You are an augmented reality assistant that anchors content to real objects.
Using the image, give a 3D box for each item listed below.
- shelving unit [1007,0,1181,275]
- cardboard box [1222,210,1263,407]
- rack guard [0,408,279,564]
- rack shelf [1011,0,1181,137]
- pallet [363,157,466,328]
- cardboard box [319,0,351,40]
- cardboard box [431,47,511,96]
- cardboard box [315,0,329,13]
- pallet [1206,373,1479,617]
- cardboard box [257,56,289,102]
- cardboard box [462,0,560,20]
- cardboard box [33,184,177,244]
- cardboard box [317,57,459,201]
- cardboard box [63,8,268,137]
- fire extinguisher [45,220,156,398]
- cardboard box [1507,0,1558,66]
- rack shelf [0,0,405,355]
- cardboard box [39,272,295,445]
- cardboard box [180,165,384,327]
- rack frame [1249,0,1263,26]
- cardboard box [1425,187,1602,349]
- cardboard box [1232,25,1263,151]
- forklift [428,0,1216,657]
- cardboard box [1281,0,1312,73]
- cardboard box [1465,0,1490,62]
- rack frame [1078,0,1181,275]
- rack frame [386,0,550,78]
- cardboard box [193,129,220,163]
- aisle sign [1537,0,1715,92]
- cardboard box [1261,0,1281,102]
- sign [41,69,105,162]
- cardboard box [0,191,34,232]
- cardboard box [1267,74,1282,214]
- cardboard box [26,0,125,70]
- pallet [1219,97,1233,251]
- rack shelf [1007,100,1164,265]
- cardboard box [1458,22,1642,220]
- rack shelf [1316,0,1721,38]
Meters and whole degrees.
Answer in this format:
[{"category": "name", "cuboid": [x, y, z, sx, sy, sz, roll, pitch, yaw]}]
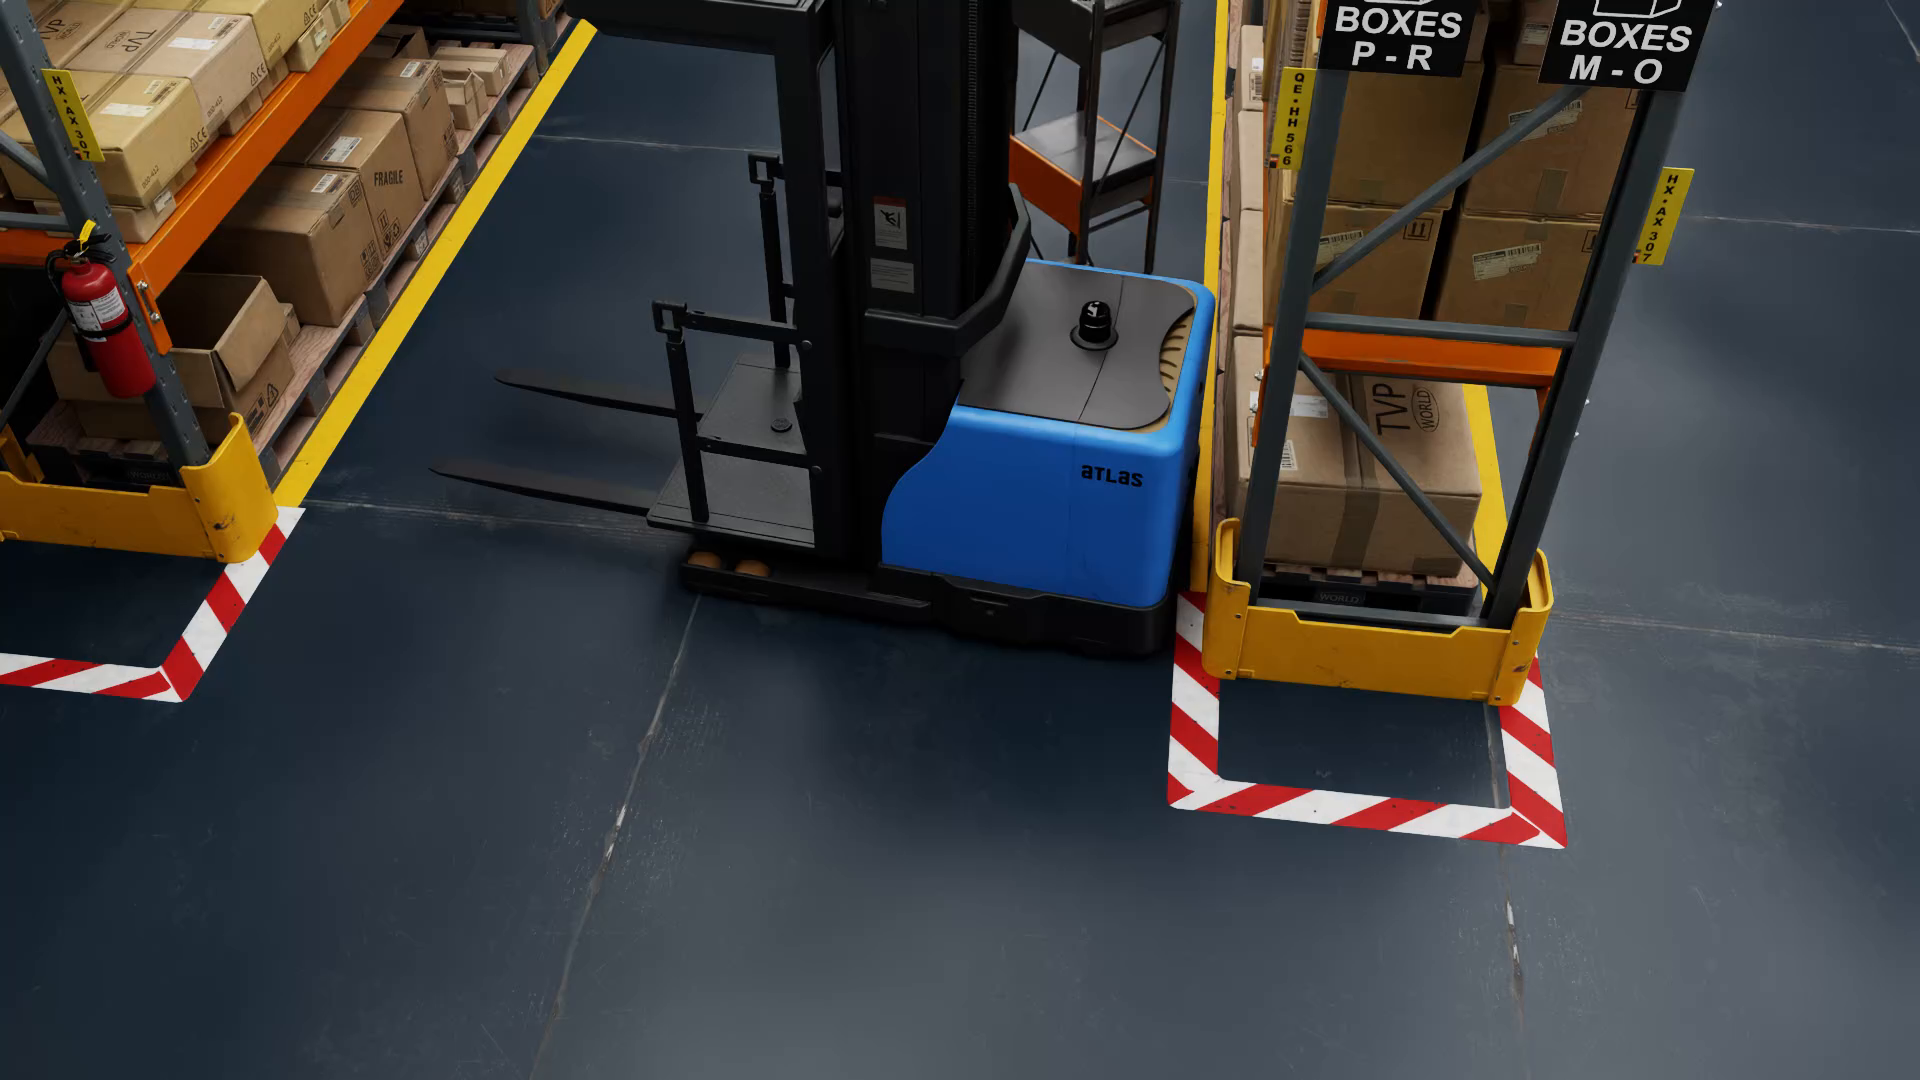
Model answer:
[{"category": "shelving unit", "cuboid": [0.488, -1.400, 6.698, 0.431, 2.100, 0.503, -26, 49, -26]}, {"category": "cardboard box", "cuboid": [1.608, -0.965, 7.145, 0.875, 0.438, 0.875, 6, 44, 7]}, {"category": "rack guard", "cuboid": [-3.403, -0.252, 6.653, 1.175, 0.500, 0.348, 5, 44, 6]}, {"category": "rack shelf", "cuboid": [0.494, -1.901, 6.229, 0.431, 0.518, 0.480, -26, 49, -26]}, {"category": "pallet", "cuboid": [-3.135, -1.520, 8.202, 1.003, 0.211, 1.213, 5, 44, 6]}, {"category": "cardboard box", "cuboid": [-2.864, -2.271, 7.149, 0.380, 0.149, 0.250, 6, 44, 6]}, {"category": "cardboard box", "cuboid": [-2.667, -2.545, 9.024, 0.380, 0.149, 0.250, 4, 44, 4]}, {"category": "cardboard box", "cuboid": [-2.909, -2.486, 7.087, 0.500, 0.250, 0.500, 4, 44, 4]}, {"category": "pallet", "cuboid": [1.536, -0.199, 6.807, 1.003, 0.211, 1.213, 5, 44, 6]}, {"category": "cardboard box", "cuboid": [-2.986, -1.924, 6.783, 0.380, 0.149, 0.250, 6, 44, 6]}, {"category": "cardboard box", "cuboid": [-2.597, -3.388, 9.659, 0.500, 0.500, 0.500, 7, 44, 7]}, {"category": "cardboard box", "cuboid": [-3.098, -1.216, 6.035, 0.380, 0.149, 0.250, 5, 44, 5]}, {"category": "cardboard box", "cuboid": [-2.950, -2.048, 8.243, 0.700, 0.500, 0.500, 4, 44, 4]}, {"category": "cardboard box", "cuboid": [-3.020, -1.790, 6.351, 0.500, 0.250, 0.500, 6, 44, 6]}, {"category": "fire extinguisher", "cuboid": [-2.975, -0.802, 5.743, 0.296, 0.674, 0.183, 5, 44, 6]}, {"category": "cardboard box", "cuboid": [1.829, -1.511, 4.892, 0.380, 0.149, 0.250, 6, 44, 6]}, {"category": "rack shelf", "cuboid": [-3.149, -2.210, 7.425, 1.077, 0.370, 4.000, 5, 44, 6]}, {"category": "cardboard box", "cuboid": [-3.238, -0.762, 6.884, 0.797, 0.503, 0.637, 4, 44, 4]}, {"category": "cardboard box", "cuboid": [-3.087, -1.340, 7.496, 0.700, 0.500, 0.500, 7, 44, 7]}, {"category": "rack frame", "cuboid": [2.036, -3.385, 8.144, 1.000, 3.000, 0.127, 5, 44, 6]}, {"category": "cardboard box", "cuboid": [1.855, -0.997, 5.548, 0.500, 0.500, 0.500, 5, 44, 5]}, {"category": "cardboard box", "cuboid": [1.847, -2.189, 8.439, 0.875, 0.438, 0.875, 5, 44, 5]}, {"category": "forklift", "cuboid": [-0.607, -1.167, 5.851, 3.031, 2.935, 1.130, 10, 44, 10]}, {"category": "cardboard box", "cuboid": [1.375, -1.768, 5.635, 0.500, 0.500, 0.500, 5, 44, 6]}, {"category": "cardboard box", "cuboid": [1.356, -1.557, 4.941, 0.380, 0.149, 0.250, 6, 44, 6]}, {"category": "rack frame", "cuboid": [0.631, -1.264, 6.555, 0.400, 2.100, 0.015, -26, 49, -26]}, {"category": "rack frame", "cuboid": [-2.884, -3.834, 8.618, 1.000, 3.000, 0.127, 5, 44, 6]}, {"category": "cardboard box", "cuboid": [-3.110, -1.576, 6.415, 0.380, 0.149, 0.250, 5, 44, 5]}, {"category": "aisle sign", "cuboid": [1.785, -1.528, 4.291, 0.394, 0.787, 0.004, 5, 44, 6]}, {"category": "cardboard box", "cuboid": [1.504, -2.094, 6.707, 0.500, 0.500, 0.500, 6, 44, 7]}, {"category": "sign", "cuboid": [-2.875, -1.373, 5.389, 0.100, 0.325, 0.005, 5, 44, 6]}, {"category": "cardboard box", "cuboid": [-3.635, -1.267, 6.089, 0.380, 0.149, 0.250, 5, 44, 5]}, {"category": "cardboard box", "cuboid": [1.390, -1.389, 5.963, 0.500, 0.500, 0.500, 4, 44, 5]}, {"category": "cardboard box", "cuboid": [-3.546, -1.850, 6.415, 0.500, 0.250, 0.500, 5, 44, 6]}, {"category": "pallet", "cuboid": [1.858, -1.862, 8.563, 1.003, 0.211, 1.213, 5, 44, 6]}, {"category": "rack shelf", "cuboid": [0.488, -1.390, 6.707, 0.431, 0.518, 0.480, -26, 49, -26]}, {"category": "cardboard box", "cuboid": [1.853, -1.360, 5.205, 0.500, 0.500, 0.500, 4, 44, 5]}, {"category": "rack shelf", "cuboid": [1.772, -2.850, 5.920, 1.077, 0.370, 4.000, 5, 44, 6]}]
